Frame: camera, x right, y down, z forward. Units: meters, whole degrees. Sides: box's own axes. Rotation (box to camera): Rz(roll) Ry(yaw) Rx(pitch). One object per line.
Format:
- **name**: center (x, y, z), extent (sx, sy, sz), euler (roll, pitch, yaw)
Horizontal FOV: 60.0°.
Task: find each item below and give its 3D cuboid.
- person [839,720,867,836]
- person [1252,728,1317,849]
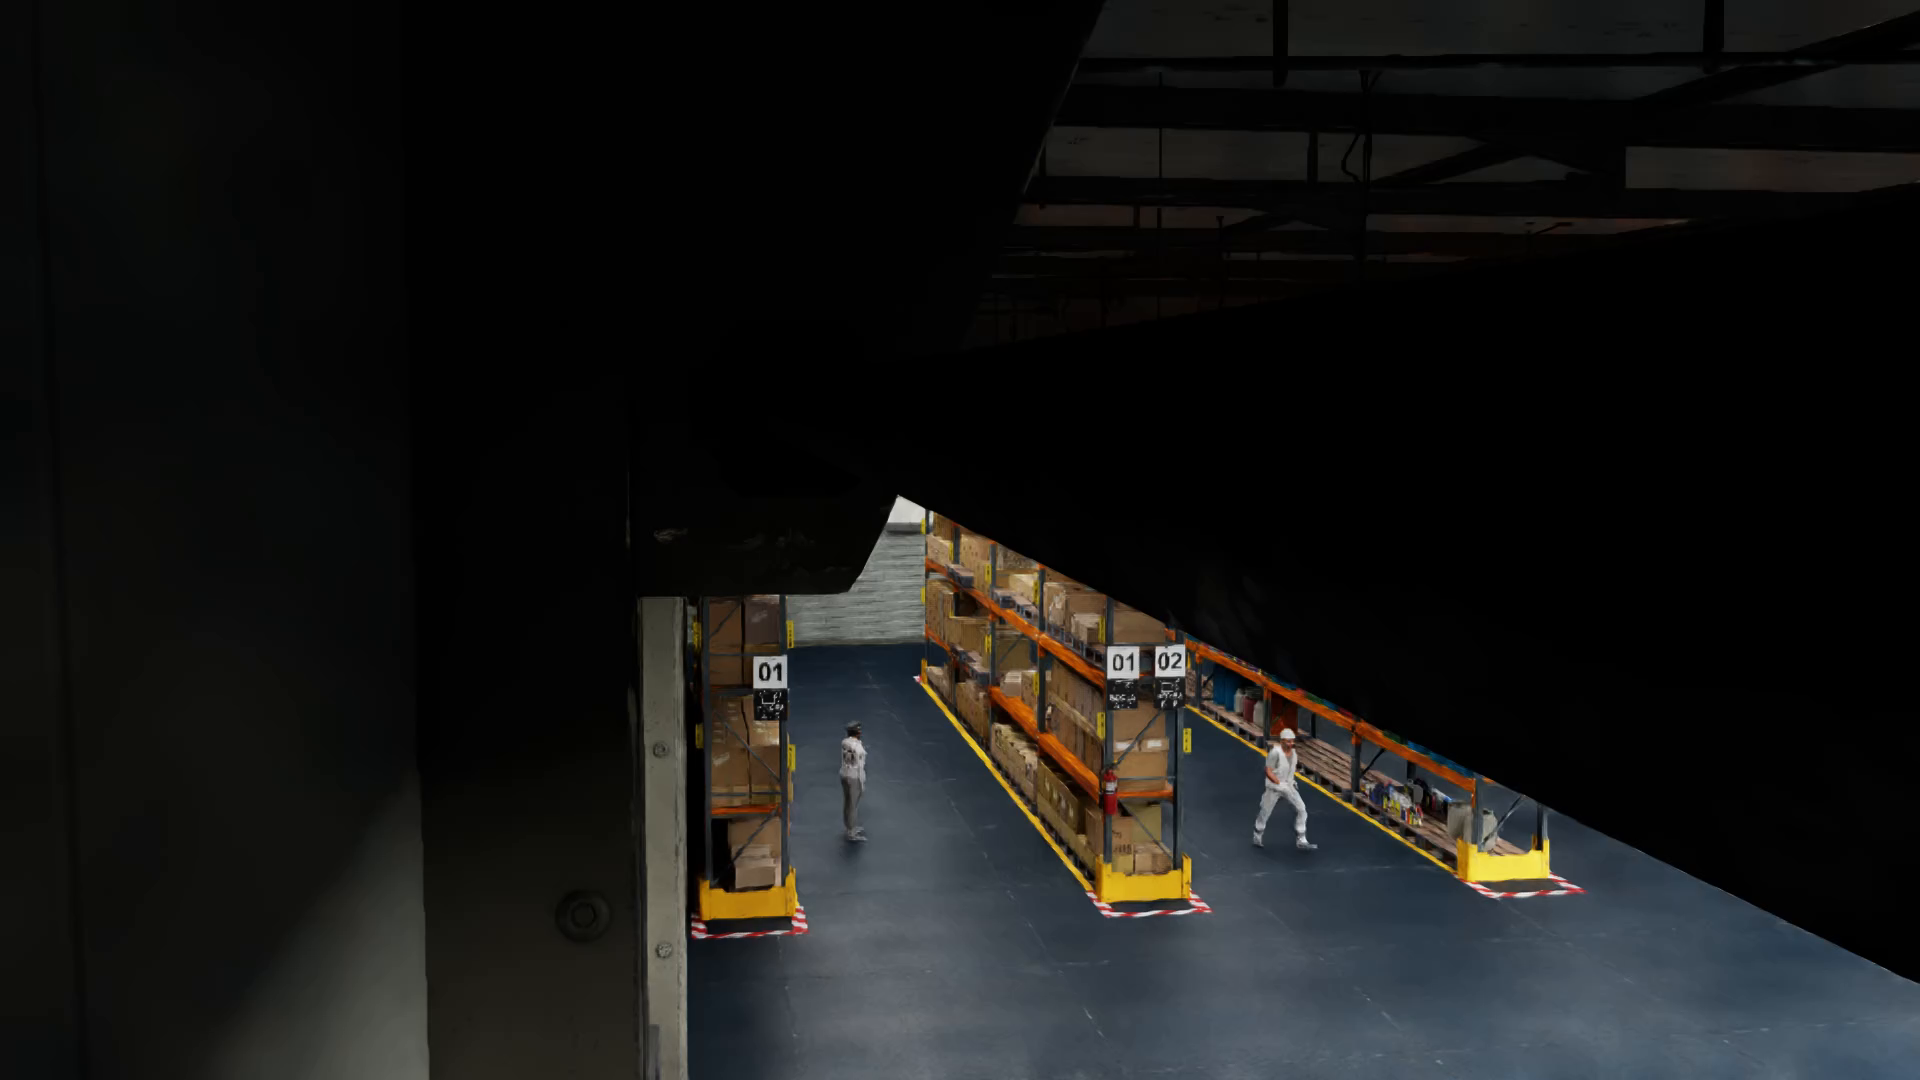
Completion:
- **person**: center (-1.524, 3.363, 23.626), extent (0.335, 1.607, 0.547), euler (-4, 6, -35)
- **person**: center (4.986, 3.028, 27.676), extent (5.808, 1.716, 8.582), euler (-3, 6, -27)
